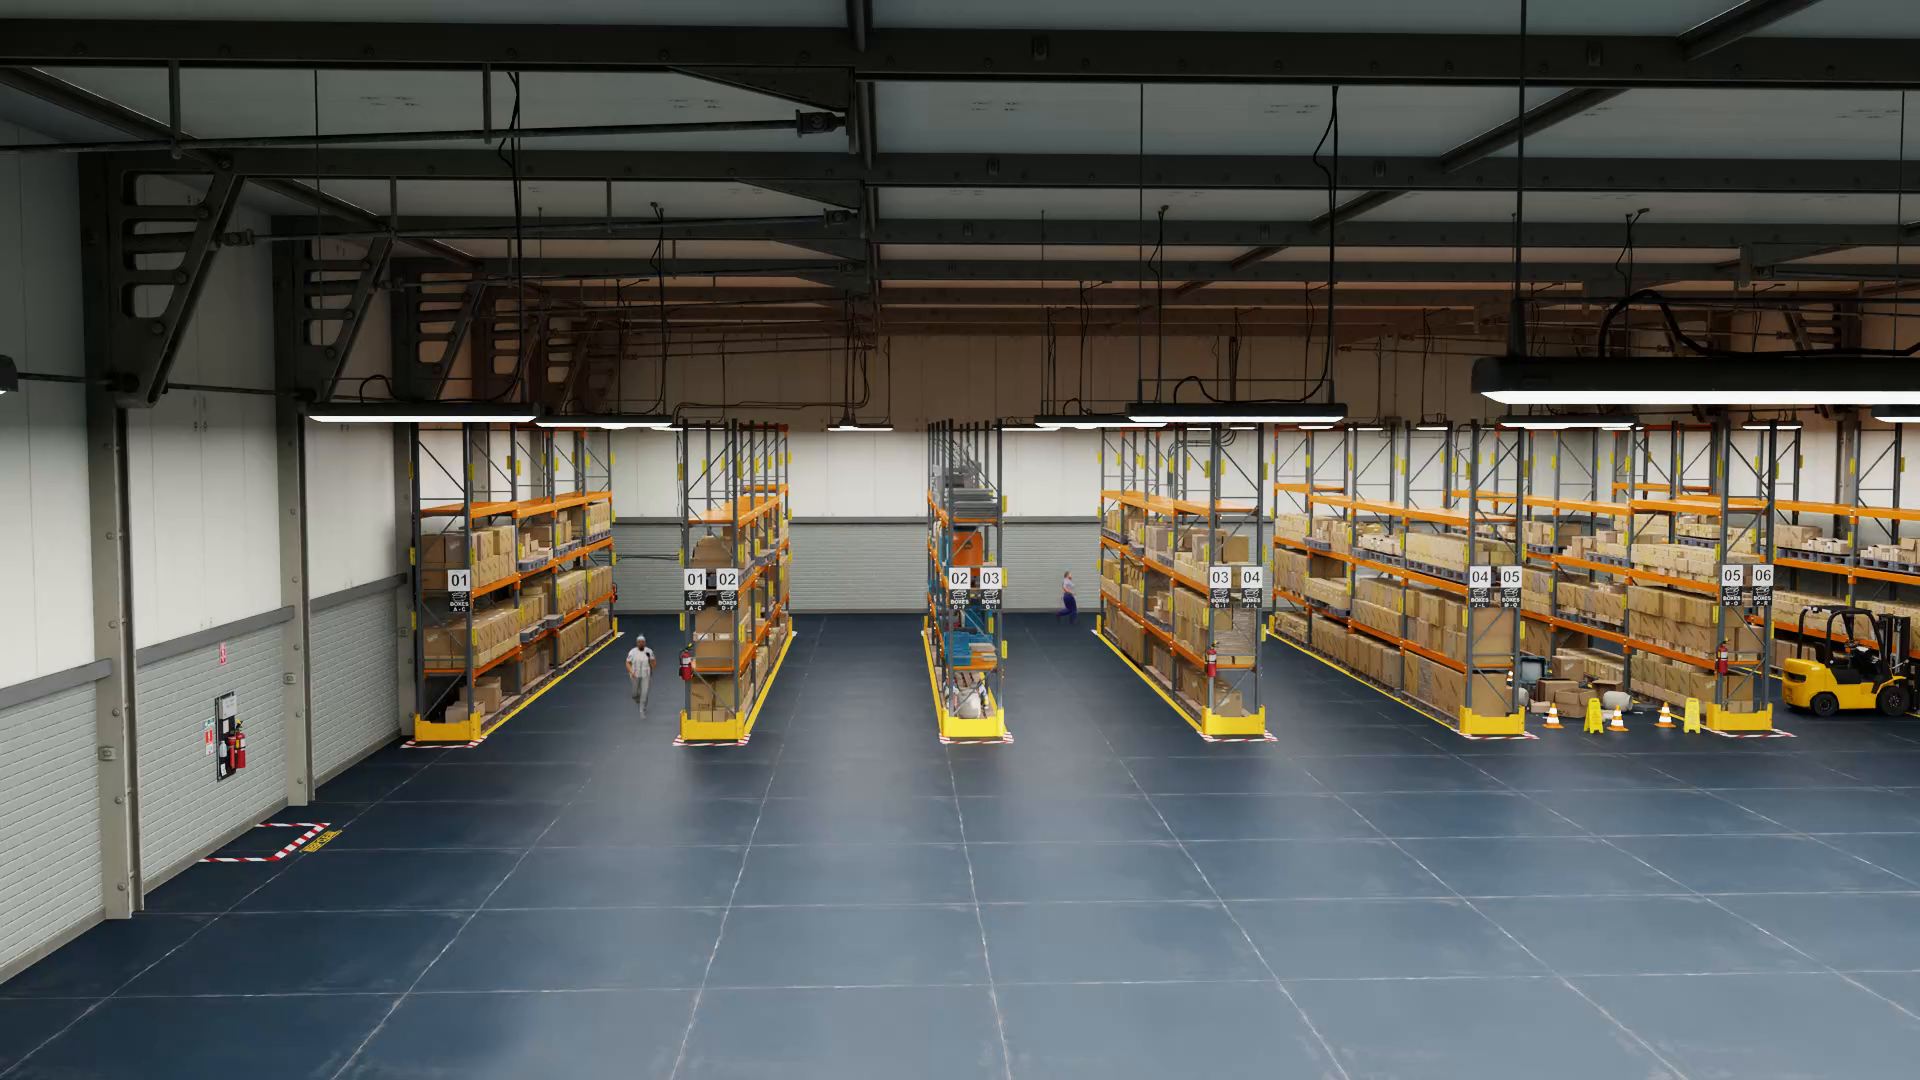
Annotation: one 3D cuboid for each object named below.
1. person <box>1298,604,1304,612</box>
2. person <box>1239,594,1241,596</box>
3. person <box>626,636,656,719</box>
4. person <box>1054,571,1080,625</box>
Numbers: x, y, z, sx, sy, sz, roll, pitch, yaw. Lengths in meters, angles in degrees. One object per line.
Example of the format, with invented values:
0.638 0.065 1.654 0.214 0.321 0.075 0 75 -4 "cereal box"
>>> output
10.221 1.683 49.319 0.863 1.840 0.649 -1 4 -19 "person"
7.752 2.015 45.071 0.555 1.626 0.556 0 4 -5 "person"
-6.475 2.774 33.758 0.593 1.652 0.910 0 4 -7 "person"
3.202 1.746 49.647 0.779 1.630 0.607 1 4 9 "person"
